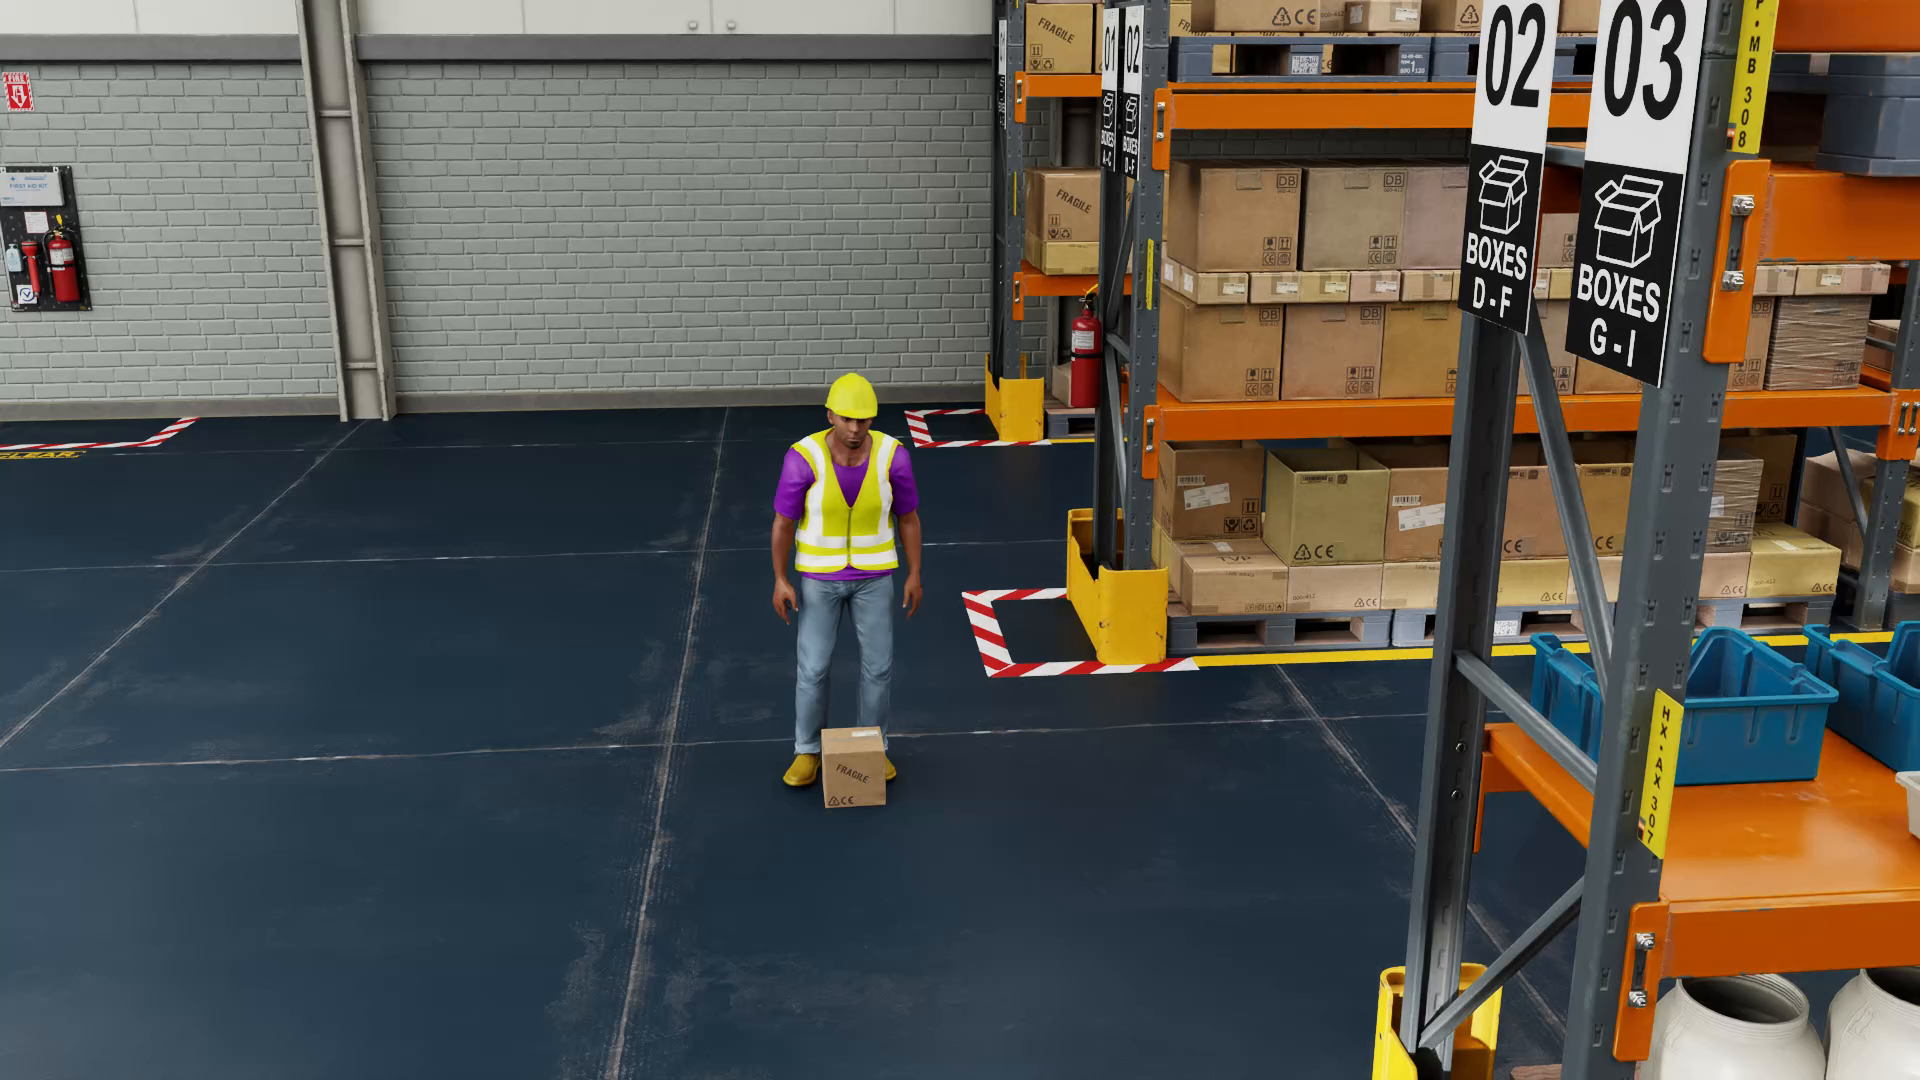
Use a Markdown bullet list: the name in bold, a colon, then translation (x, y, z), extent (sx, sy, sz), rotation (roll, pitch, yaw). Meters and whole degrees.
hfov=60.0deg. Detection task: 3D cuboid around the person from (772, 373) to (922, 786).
- **person**: translation (-0.468, 0.162, 6.966), extent (0.634, 1.760, 0.458), rotation (-3, 17, -9)
